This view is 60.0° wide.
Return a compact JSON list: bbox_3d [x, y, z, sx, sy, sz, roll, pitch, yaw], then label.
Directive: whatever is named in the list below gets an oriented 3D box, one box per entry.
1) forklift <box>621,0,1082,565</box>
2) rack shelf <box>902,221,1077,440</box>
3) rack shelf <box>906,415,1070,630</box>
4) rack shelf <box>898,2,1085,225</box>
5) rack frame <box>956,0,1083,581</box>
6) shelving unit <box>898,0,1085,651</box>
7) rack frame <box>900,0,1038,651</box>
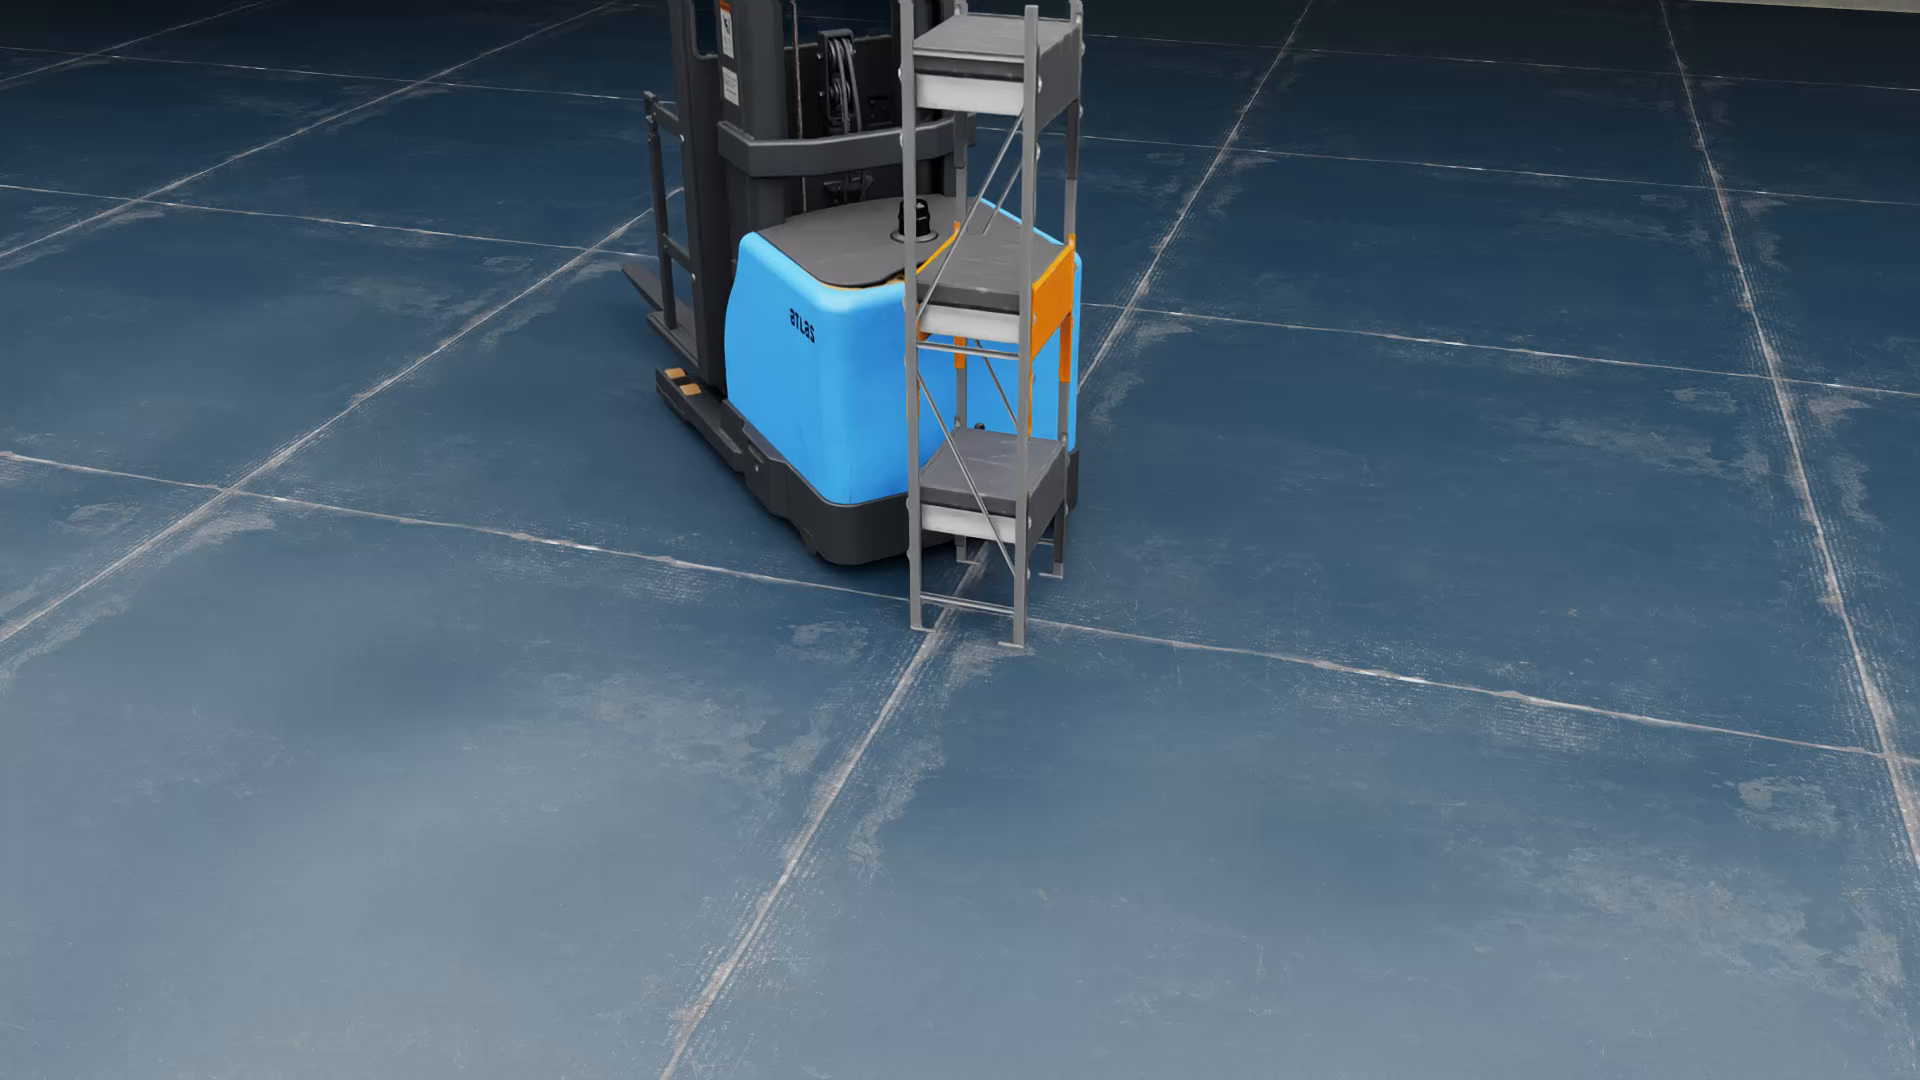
[{"bbox_3d":[-0.681,-1.879,6.612,1.130,2.935,3.031,-14,32,-24],"label":"forklift"},{"bbox_3d":[0.102,-0.680,5.340,0.431,0.518,0.480,9,30,16],"label":"rack shelf"},{"bbox_3d":[0.102,-0.068,5.681,0.431,0.518,0.480,9,30,16],"label":"rack shelf"},{"bbox_3d":[0.102,-1.292,5.000,0.431,0.518,0.480,9,30,16],"label":"rack shelf"},{"bbox_3d":[0.180,-0.804,5.536,0.400,2.100,0.015,9,30,16],"label":"rack frame"},{"bbox_3d":[0.102,-0.692,5.334,0.431,2.100,0.503,9,30,16],"label":"shelving unit"},{"bbox_3d":[0.024,-0.579,5.132,0.400,2.100,0.015,9,30,16],"label":"rack frame"}]
